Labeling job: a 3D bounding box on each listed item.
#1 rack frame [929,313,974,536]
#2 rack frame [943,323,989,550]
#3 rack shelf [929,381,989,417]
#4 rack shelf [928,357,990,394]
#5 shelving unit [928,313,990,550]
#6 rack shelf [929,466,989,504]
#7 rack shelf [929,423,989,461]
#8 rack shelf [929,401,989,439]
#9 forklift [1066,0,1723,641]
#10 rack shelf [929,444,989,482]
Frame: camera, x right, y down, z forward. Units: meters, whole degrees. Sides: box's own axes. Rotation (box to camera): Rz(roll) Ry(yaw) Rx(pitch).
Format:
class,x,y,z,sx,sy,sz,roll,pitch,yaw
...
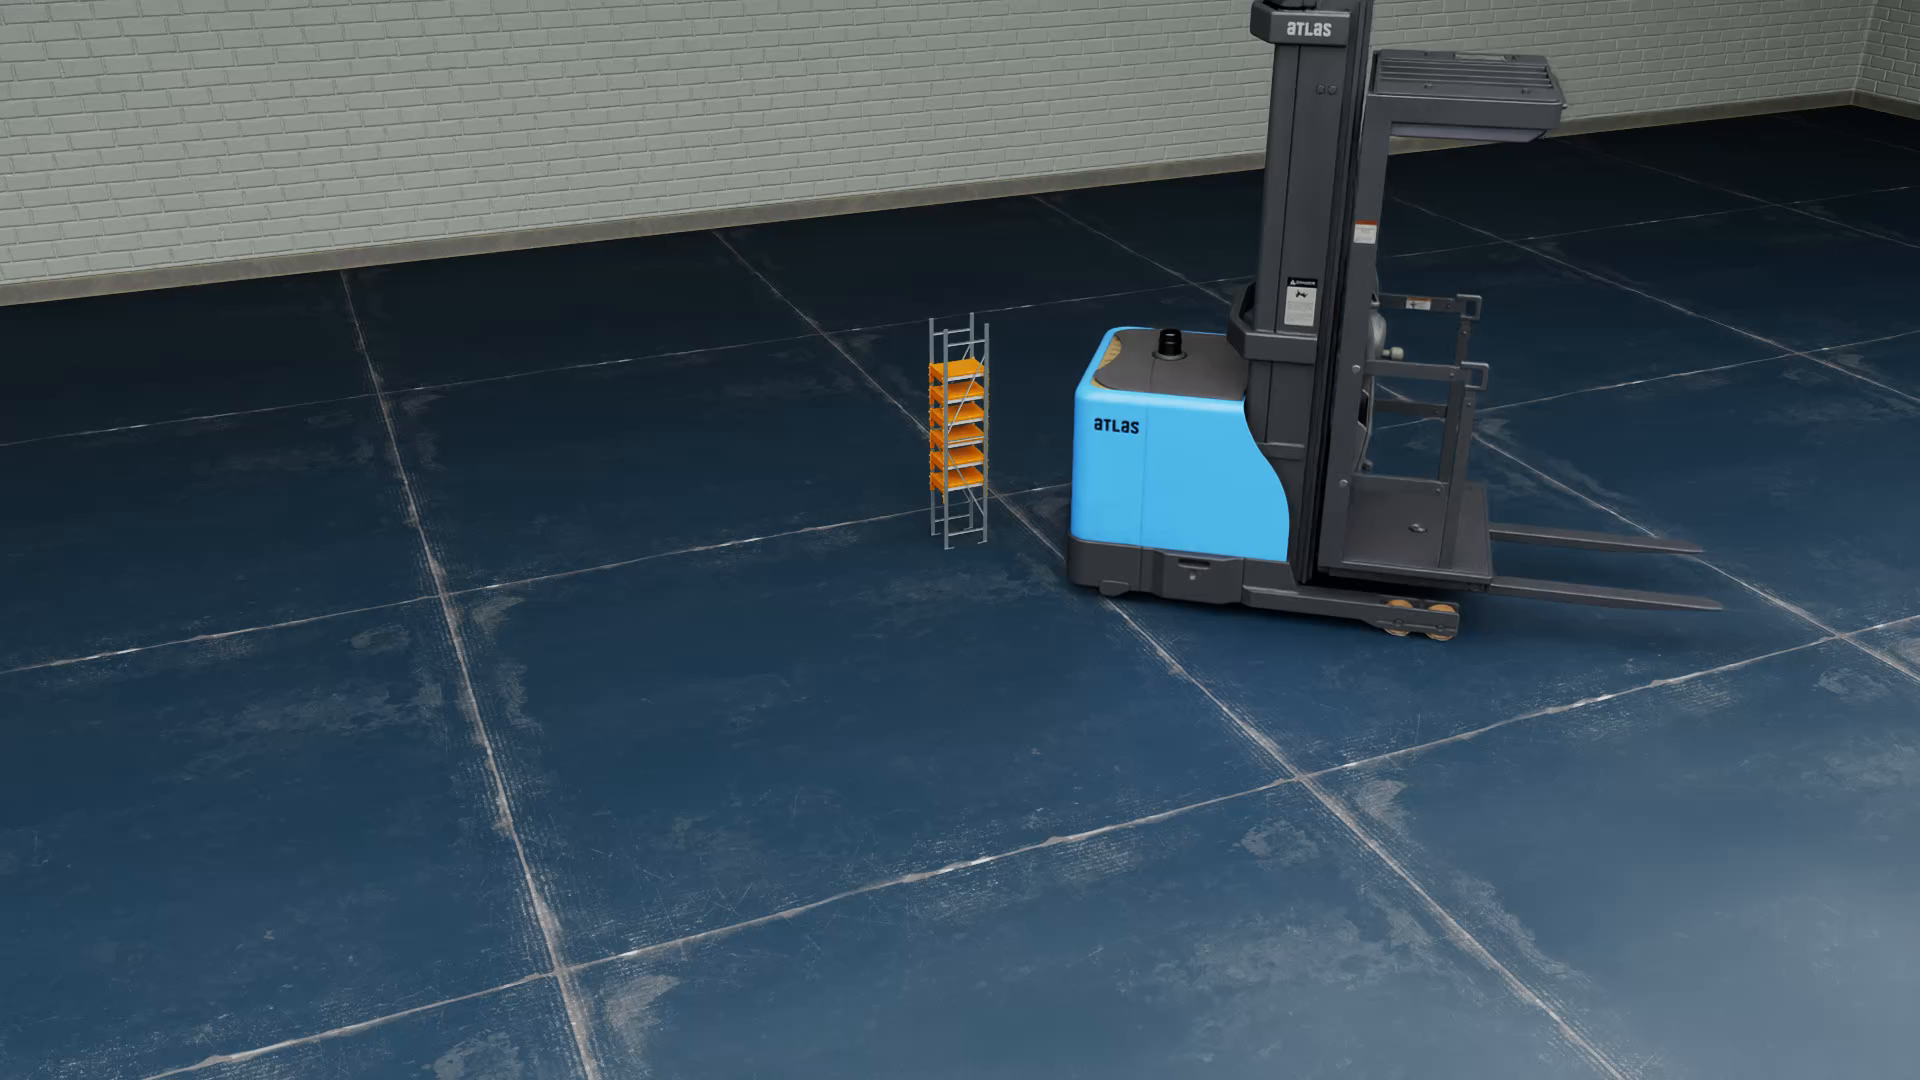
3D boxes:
class,x,y,z,sx,sy,sz,roll,pitch,yaw
rack frame,-0.042,-0.582,8.574,0.240,1.200,0.006,-11,28,-21
rack frame,0.030,-0.508,8.423,0.240,1.200,0.006,-11,28,-21
rack shelf,-0.006,-0.721,8.413,0.258,0.103,0.180,-11,28,-21
rack shelf,-0.006,-0.829,8.360,0.258,0.103,0.180,-11,28,-21
shelving unit,-0.006,-0.545,8.499,0.258,1.200,0.189,-11,28,-21
rack shelf,-0.006,-0.289,8.624,0.258,0.103,0.180,-11,28,-21
rack shelf,-0.006,-0.505,8.518,0.258,0.103,0.180,-11,28,-21
rack shelf,-0.006,-0.613,8.466,0.258,0.103,0.180,-11,28,-21
forklift,2.100,-1.104,7.671,3.031,2.935,1.130,6,27,13
rack shelf,-0.006,-0.397,8.571,0.258,0.103,0.180,-11,28,-21
